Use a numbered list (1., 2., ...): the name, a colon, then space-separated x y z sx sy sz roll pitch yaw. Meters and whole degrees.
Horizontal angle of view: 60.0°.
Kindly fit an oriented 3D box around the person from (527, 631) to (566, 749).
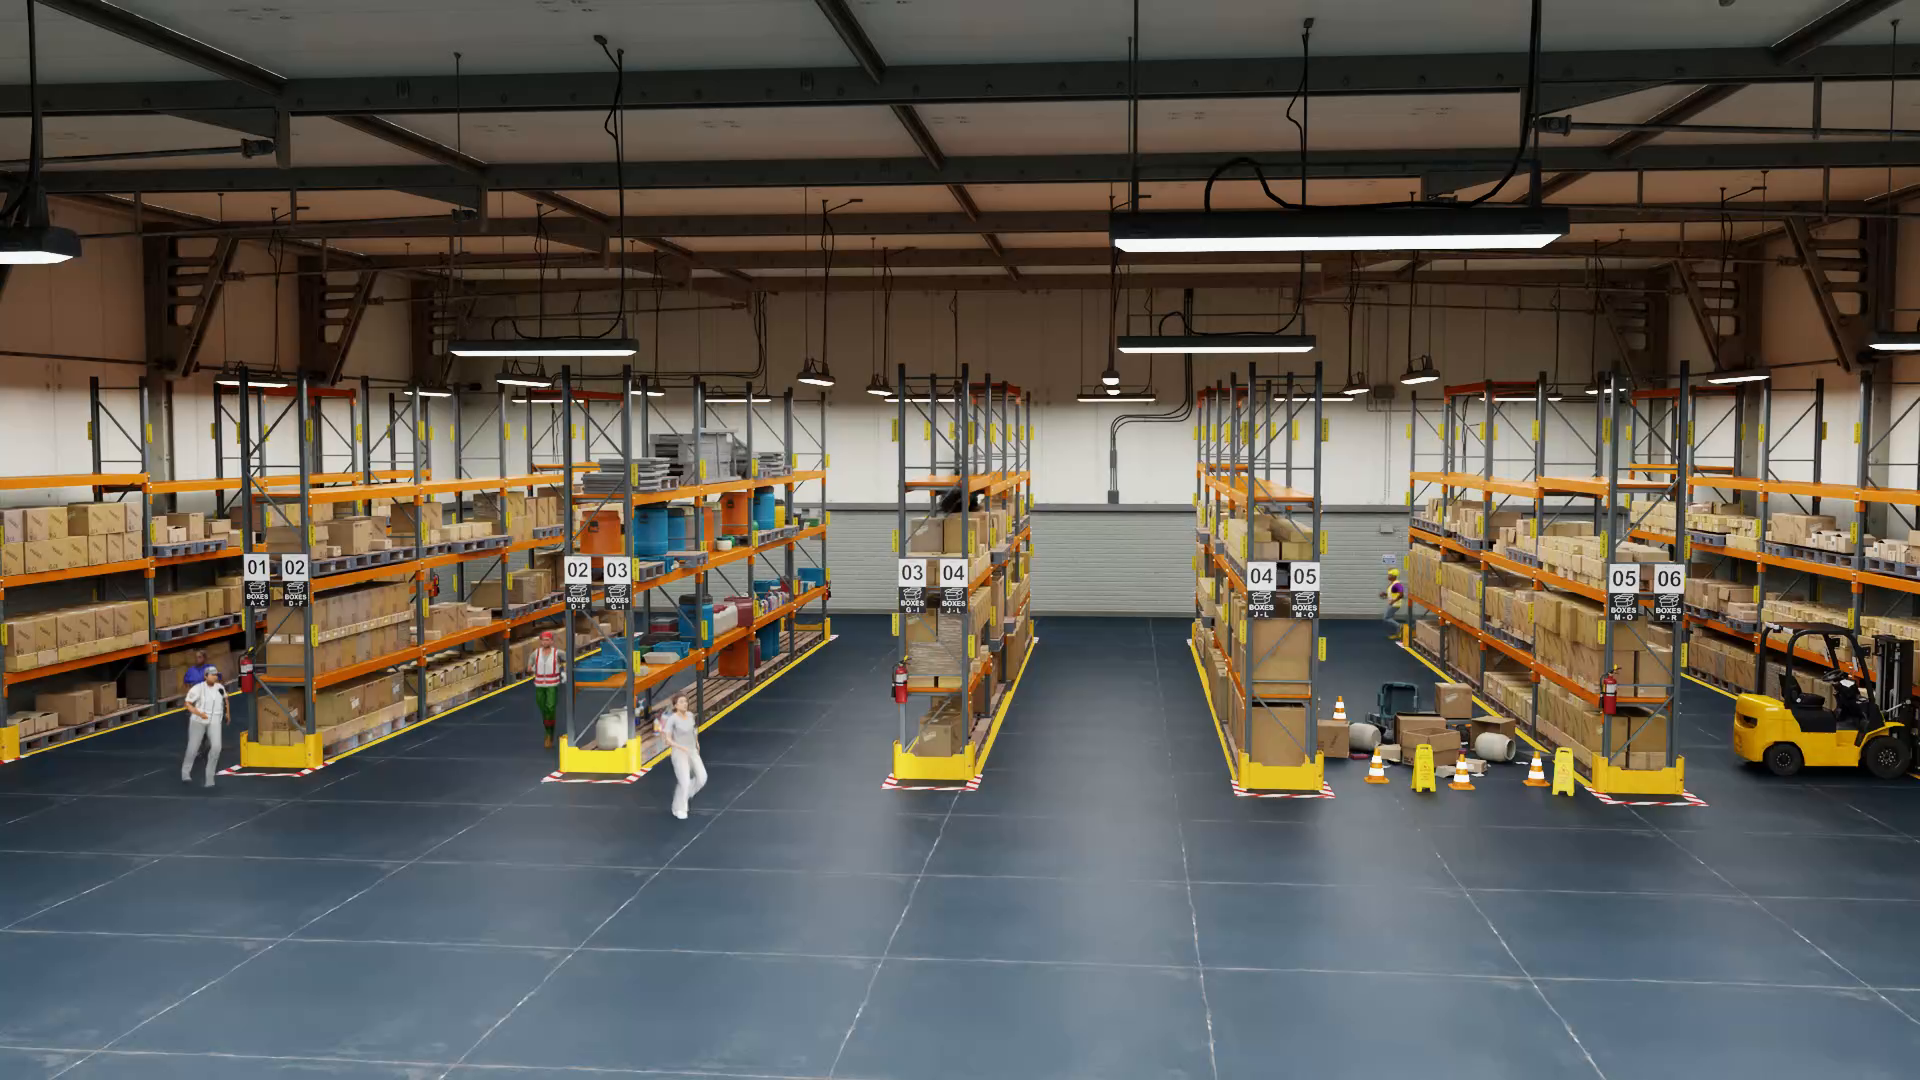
1. person: -6.631 2.378 26.727 0.632 1.832 0.765 0 4 2

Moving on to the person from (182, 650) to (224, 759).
1. person: -11.761 2.520 25.809 0.604 1.638 0.765 0 4 -2

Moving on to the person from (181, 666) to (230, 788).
1. person: -10.758 2.653 23.809 0.674 1.695 0.704 -3 5 -42

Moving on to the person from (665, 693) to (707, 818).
1. person: -3.561 2.802 21.603 0.528 1.628 0.577 3 5 42

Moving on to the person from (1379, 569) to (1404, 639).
1. person: 10.480 1.558 40.334 0.601 1.704 0.716 1 4 11
